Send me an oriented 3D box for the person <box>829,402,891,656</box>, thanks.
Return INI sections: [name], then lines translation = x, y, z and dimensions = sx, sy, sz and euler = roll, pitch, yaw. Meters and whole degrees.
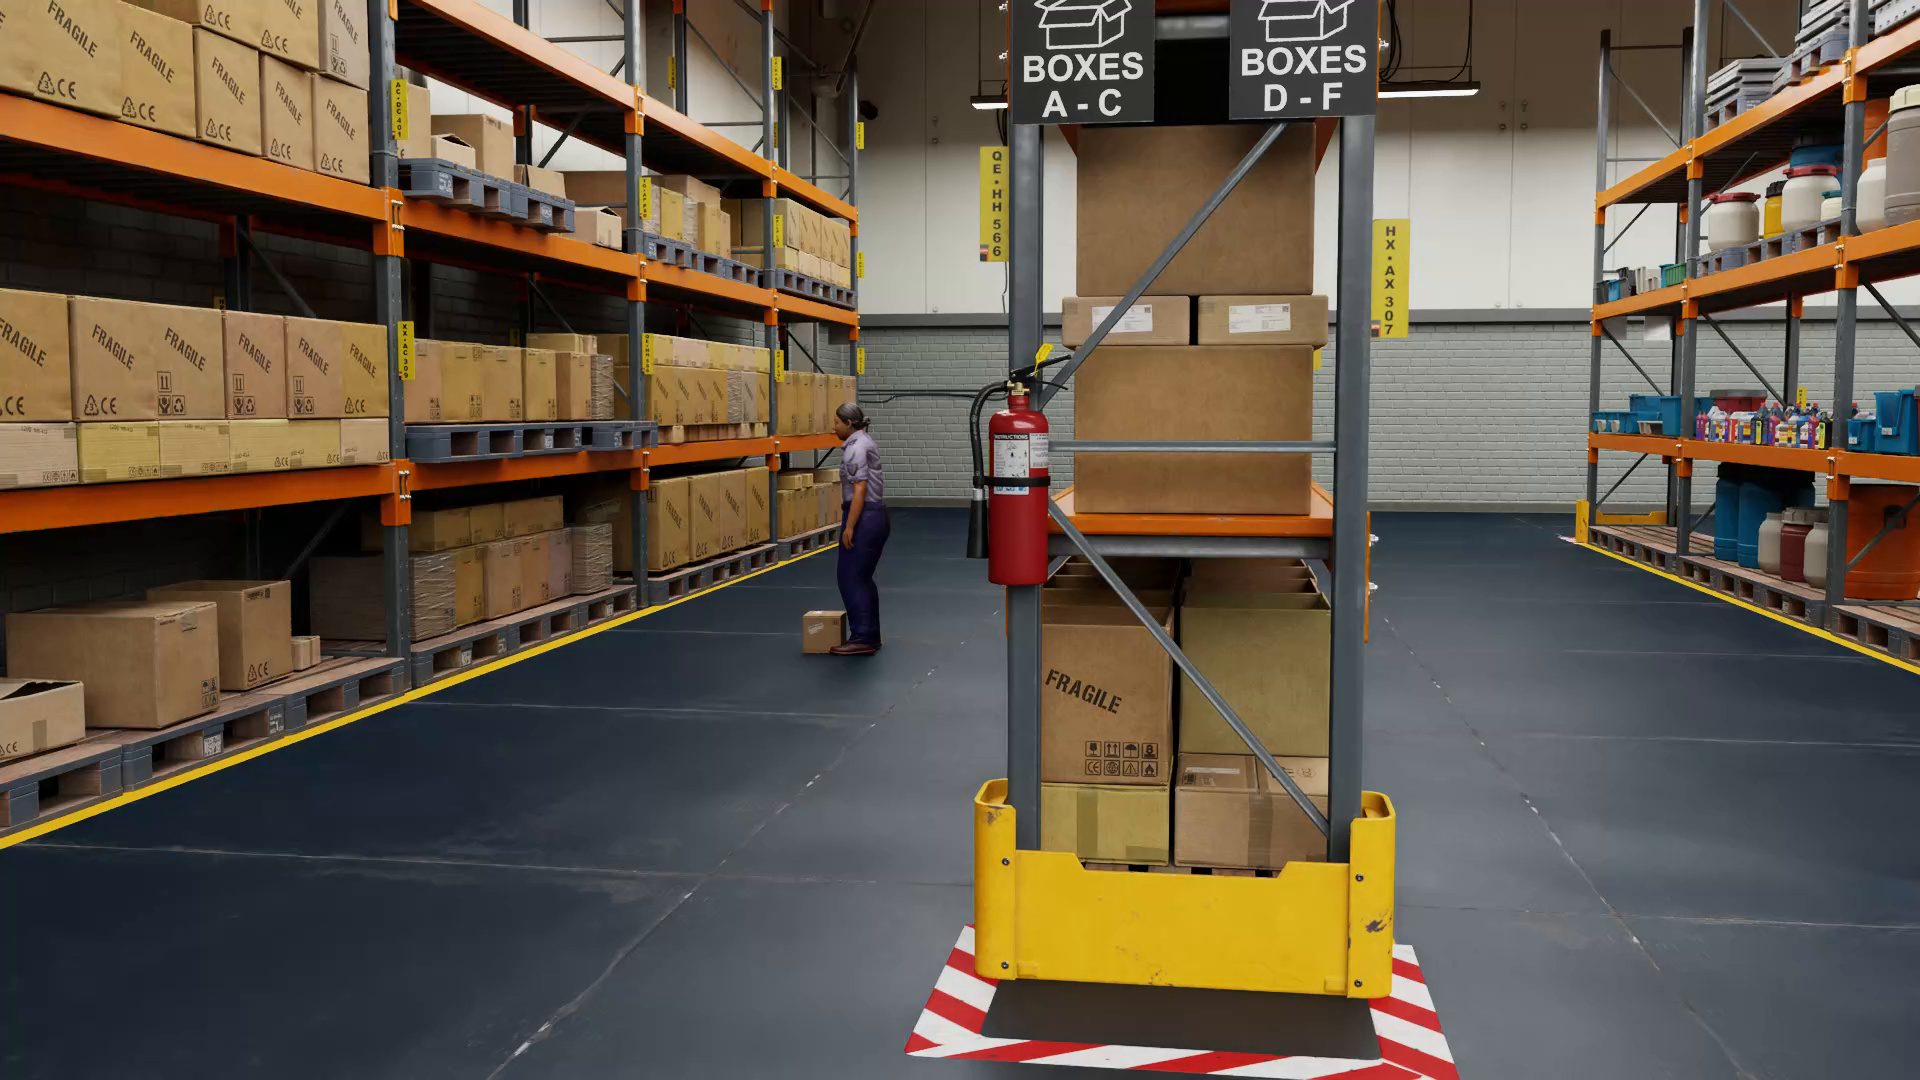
[person]
translation = -0.675, -0.082, 10.982
dimensions = 0.336, 1.651, 0.538
euler = 1, 5, 8
